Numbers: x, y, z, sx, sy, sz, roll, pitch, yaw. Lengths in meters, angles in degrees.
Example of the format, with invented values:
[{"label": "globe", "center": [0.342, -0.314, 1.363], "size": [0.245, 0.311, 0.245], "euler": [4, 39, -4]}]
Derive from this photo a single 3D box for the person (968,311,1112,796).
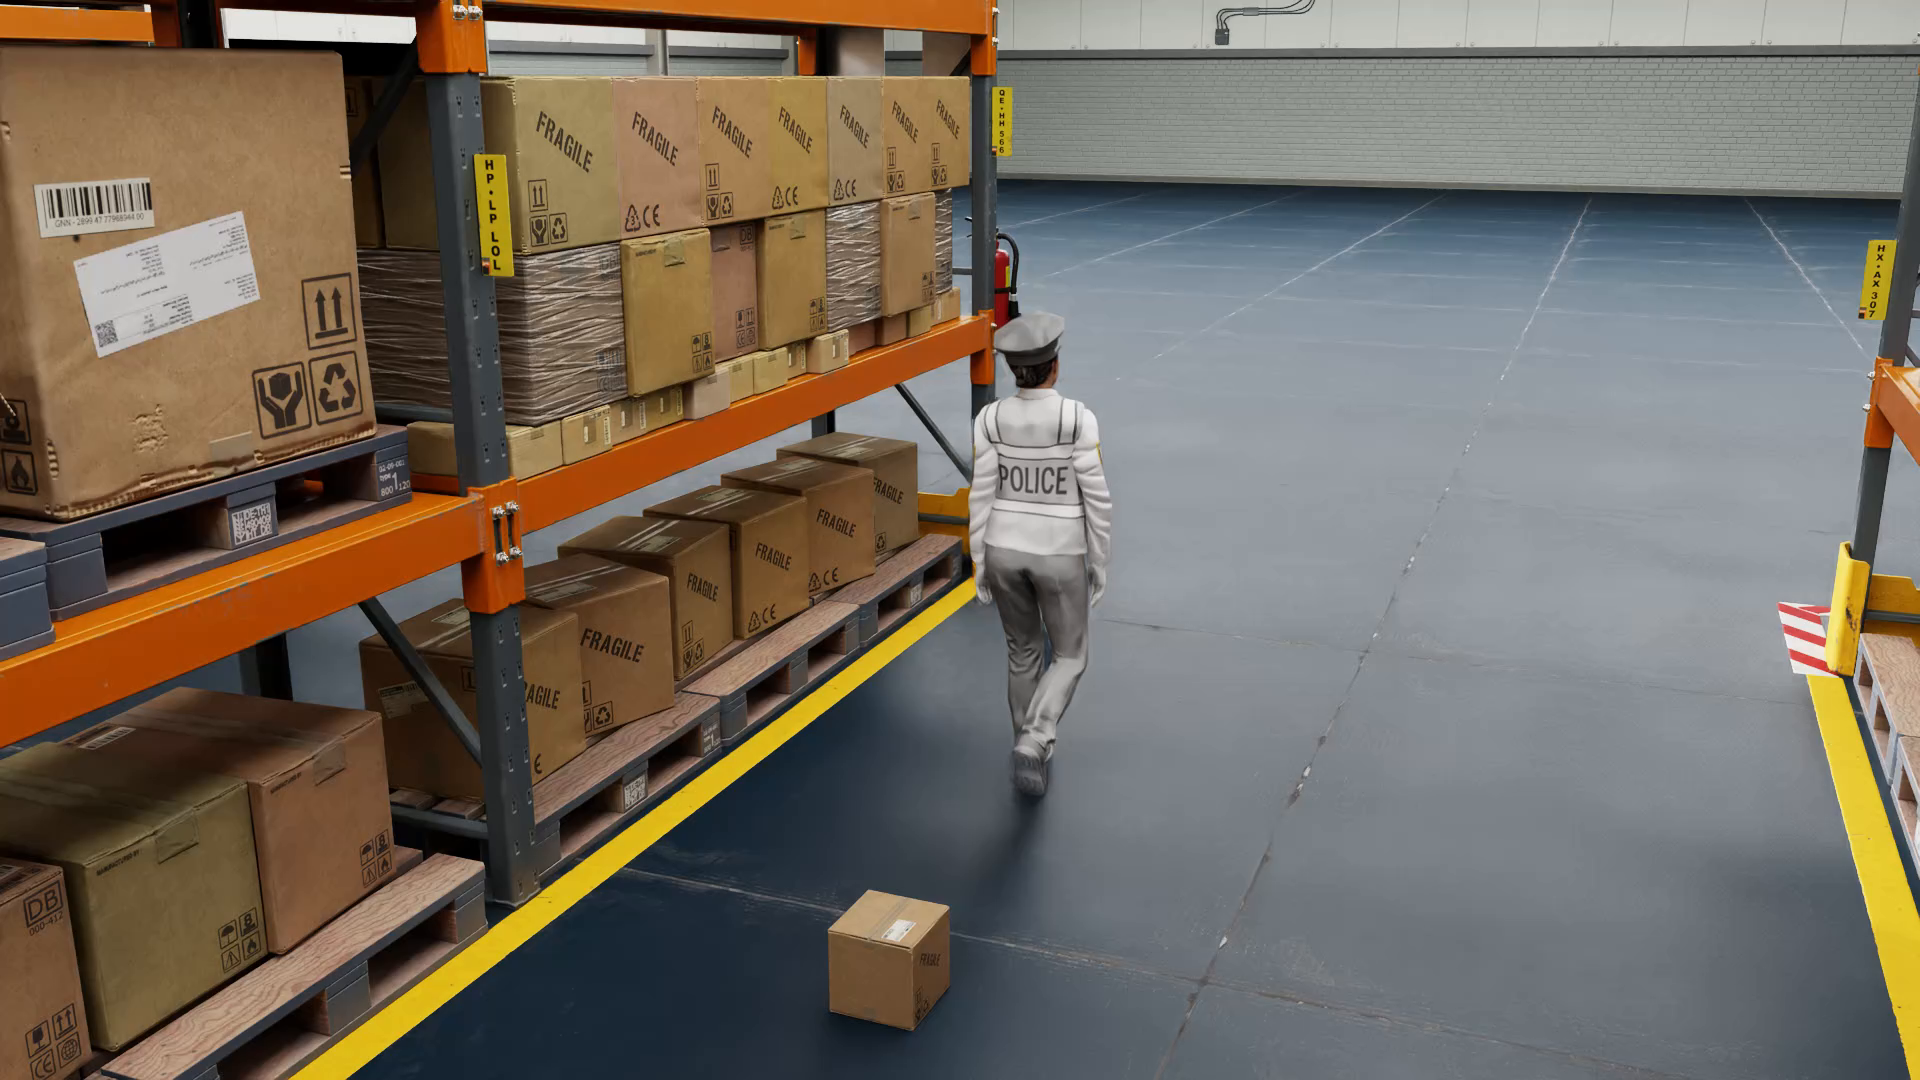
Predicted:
[{"label": "person", "center": [0.258, 0.073, 5.658], "size": [0.495, 1.662, 0.732], "euler": [5, 16, 16]}]
